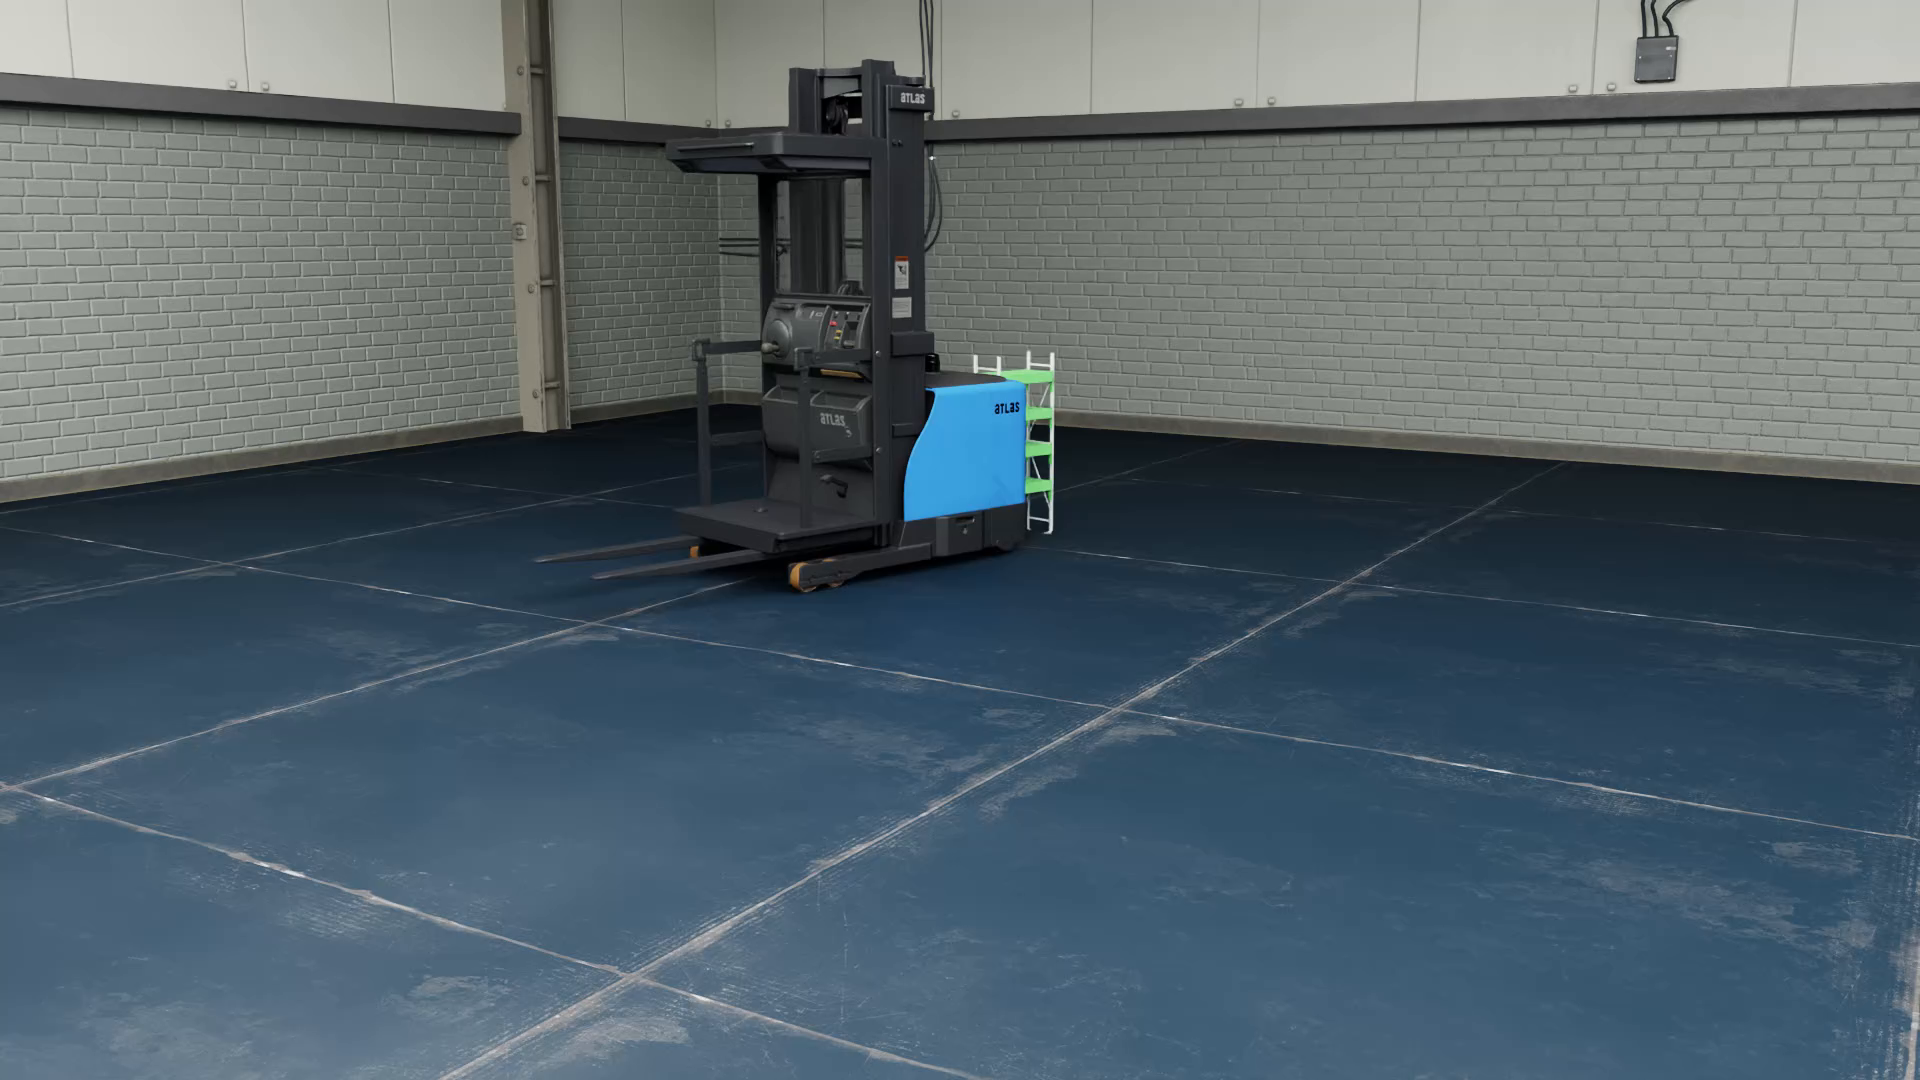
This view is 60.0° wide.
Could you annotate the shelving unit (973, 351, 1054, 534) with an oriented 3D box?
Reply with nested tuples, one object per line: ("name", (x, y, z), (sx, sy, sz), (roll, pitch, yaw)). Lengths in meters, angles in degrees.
("shelving unit", (0.353, -0.619, 10.914), (0.503, 1.200, 0.258), (-10, 14, -42))

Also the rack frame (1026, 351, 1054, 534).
("rack frame", (0.532, -0.649, 11.077), (0.015, 1.200, 0.240), (-10, 14, -42))

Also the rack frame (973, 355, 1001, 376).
("rack frame", (0.173, -0.588, 10.751), (0.015, 1.200, 0.240), (-10, 14, -42))

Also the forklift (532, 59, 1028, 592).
("forklift", (-0.999, -1.256, 9.615), (3.031, 2.935, 1.130), (-10, 14, -42))

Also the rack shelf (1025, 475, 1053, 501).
("rack shelf", (0.353, -0.320, 10.970), (0.480, 0.148, 0.258), (-10, 14, -42))

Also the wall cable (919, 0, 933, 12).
("wall cable", (0.784, -6.576, 16.252), (3.097, 2.526, 0.112), (6, 12, 31))

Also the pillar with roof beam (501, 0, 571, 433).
("pillar with roof beam", (-0.508, -5.130, 13.815), (9.100, 9.000, 0.400), (6, 12, 31))

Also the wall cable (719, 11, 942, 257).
("wall cable", (-1.528, -4.352, 18.097), (3.097, 2.526, 0.112), (6, 12, 31))

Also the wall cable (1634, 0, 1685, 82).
("wall cable", (6.578, -6.640, 12.641), (2.305, 6.003, 0.169), (6, 12, 31))

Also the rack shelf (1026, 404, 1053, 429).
("rack shelf", (0.353, -0.792, 10.882), (0.480, 0.148, 0.258), (-10, 14, -42))

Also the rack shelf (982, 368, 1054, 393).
("rack shelf", (0.353, -1.028, 10.838), (0.480, 0.148, 0.258), (-10, 14, -42))

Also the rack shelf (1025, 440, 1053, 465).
("rack shelf", (0.353, -0.556, 10.926), (0.480, 0.148, 0.258), (-10, 14, -42))
